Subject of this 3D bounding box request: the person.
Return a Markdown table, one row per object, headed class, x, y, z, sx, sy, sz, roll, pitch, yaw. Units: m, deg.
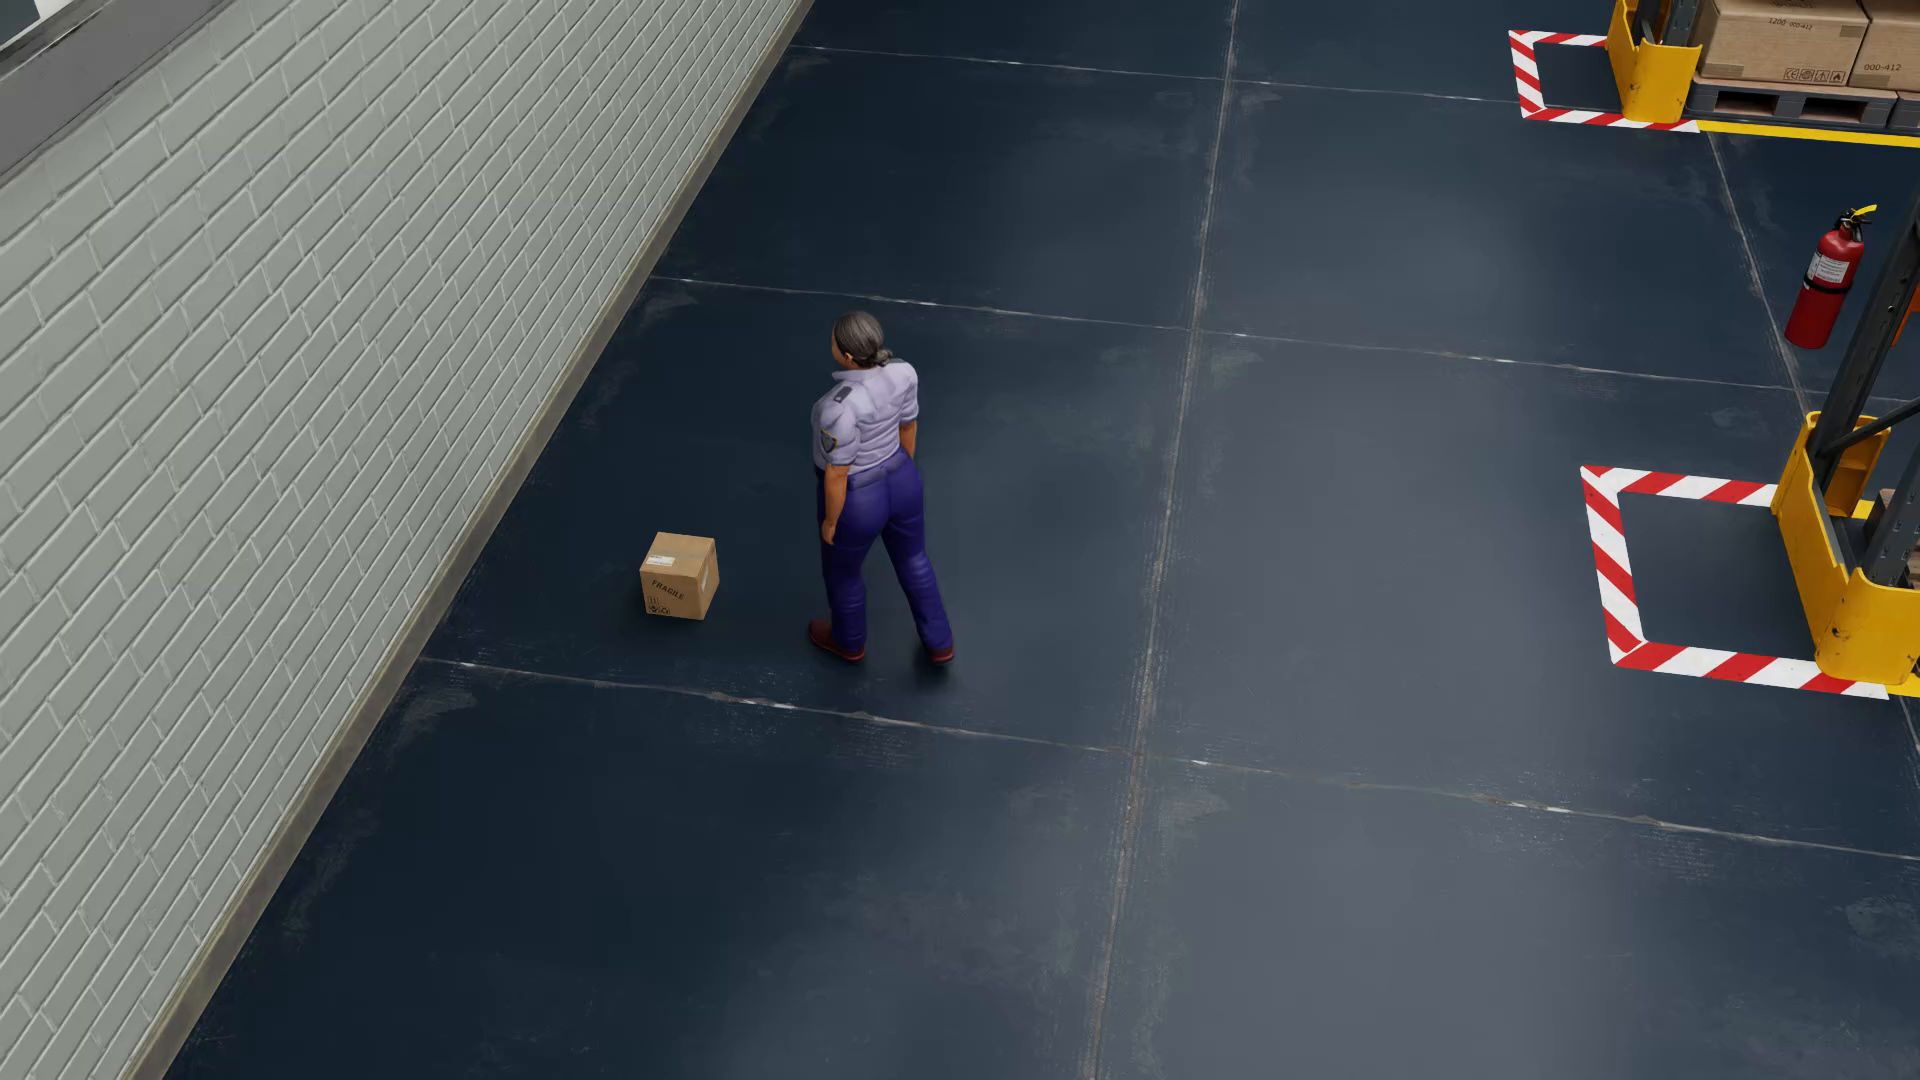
| class | x | y | z | sx | sy | sz | roll | pitch | yaw |
| --- | --- | --- | --- | --- | --- | --- | --- | --- | --- |
| person | -0.319 | -0.172 | 6.356 | 0.521 | 1.647 | 0.614 | -32 | 50 | -32 |
